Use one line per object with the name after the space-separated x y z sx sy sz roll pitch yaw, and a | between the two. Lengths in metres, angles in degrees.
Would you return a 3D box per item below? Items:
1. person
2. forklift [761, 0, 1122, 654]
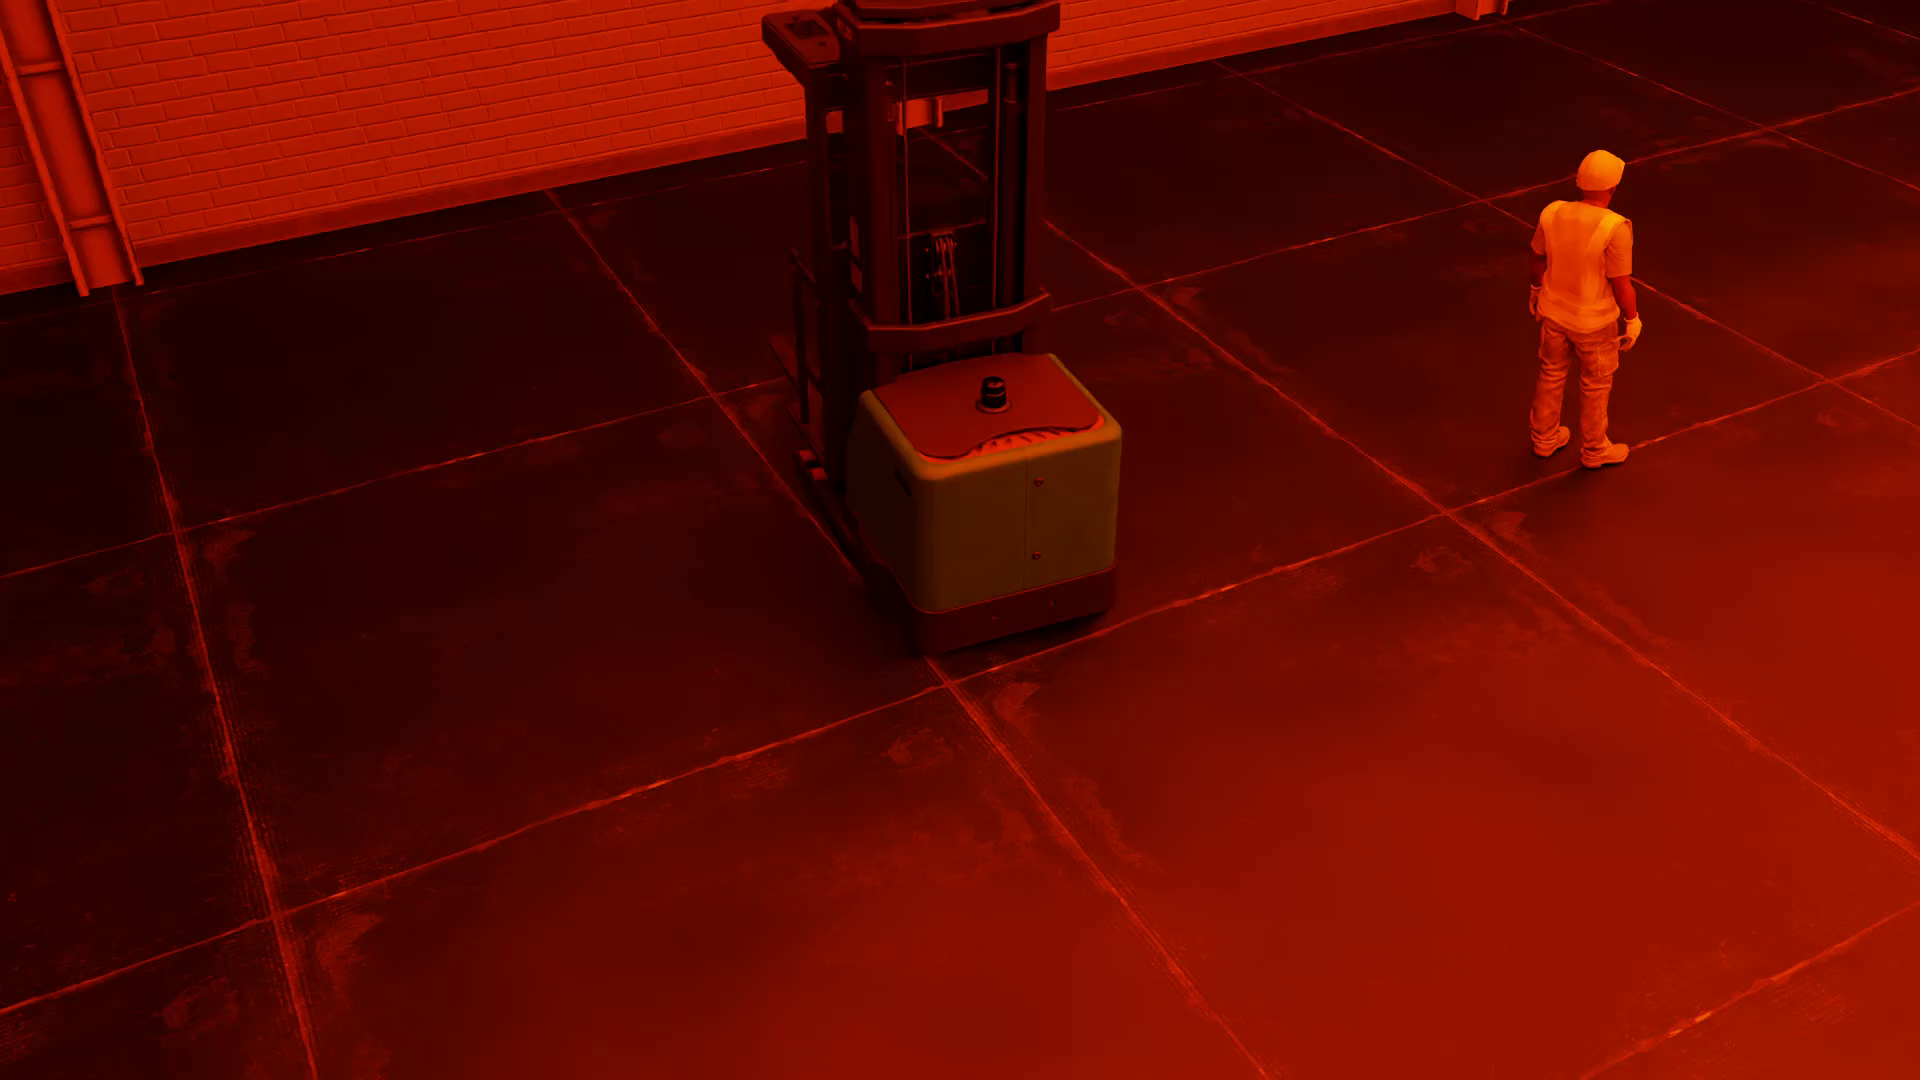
3.346 -1.237 8.854 0.577 1.782 0.656 -23 41 -29 | person
-0.274 -1.510 8.259 1.130 2.935 3.031 -13 37 -18 | forklift
